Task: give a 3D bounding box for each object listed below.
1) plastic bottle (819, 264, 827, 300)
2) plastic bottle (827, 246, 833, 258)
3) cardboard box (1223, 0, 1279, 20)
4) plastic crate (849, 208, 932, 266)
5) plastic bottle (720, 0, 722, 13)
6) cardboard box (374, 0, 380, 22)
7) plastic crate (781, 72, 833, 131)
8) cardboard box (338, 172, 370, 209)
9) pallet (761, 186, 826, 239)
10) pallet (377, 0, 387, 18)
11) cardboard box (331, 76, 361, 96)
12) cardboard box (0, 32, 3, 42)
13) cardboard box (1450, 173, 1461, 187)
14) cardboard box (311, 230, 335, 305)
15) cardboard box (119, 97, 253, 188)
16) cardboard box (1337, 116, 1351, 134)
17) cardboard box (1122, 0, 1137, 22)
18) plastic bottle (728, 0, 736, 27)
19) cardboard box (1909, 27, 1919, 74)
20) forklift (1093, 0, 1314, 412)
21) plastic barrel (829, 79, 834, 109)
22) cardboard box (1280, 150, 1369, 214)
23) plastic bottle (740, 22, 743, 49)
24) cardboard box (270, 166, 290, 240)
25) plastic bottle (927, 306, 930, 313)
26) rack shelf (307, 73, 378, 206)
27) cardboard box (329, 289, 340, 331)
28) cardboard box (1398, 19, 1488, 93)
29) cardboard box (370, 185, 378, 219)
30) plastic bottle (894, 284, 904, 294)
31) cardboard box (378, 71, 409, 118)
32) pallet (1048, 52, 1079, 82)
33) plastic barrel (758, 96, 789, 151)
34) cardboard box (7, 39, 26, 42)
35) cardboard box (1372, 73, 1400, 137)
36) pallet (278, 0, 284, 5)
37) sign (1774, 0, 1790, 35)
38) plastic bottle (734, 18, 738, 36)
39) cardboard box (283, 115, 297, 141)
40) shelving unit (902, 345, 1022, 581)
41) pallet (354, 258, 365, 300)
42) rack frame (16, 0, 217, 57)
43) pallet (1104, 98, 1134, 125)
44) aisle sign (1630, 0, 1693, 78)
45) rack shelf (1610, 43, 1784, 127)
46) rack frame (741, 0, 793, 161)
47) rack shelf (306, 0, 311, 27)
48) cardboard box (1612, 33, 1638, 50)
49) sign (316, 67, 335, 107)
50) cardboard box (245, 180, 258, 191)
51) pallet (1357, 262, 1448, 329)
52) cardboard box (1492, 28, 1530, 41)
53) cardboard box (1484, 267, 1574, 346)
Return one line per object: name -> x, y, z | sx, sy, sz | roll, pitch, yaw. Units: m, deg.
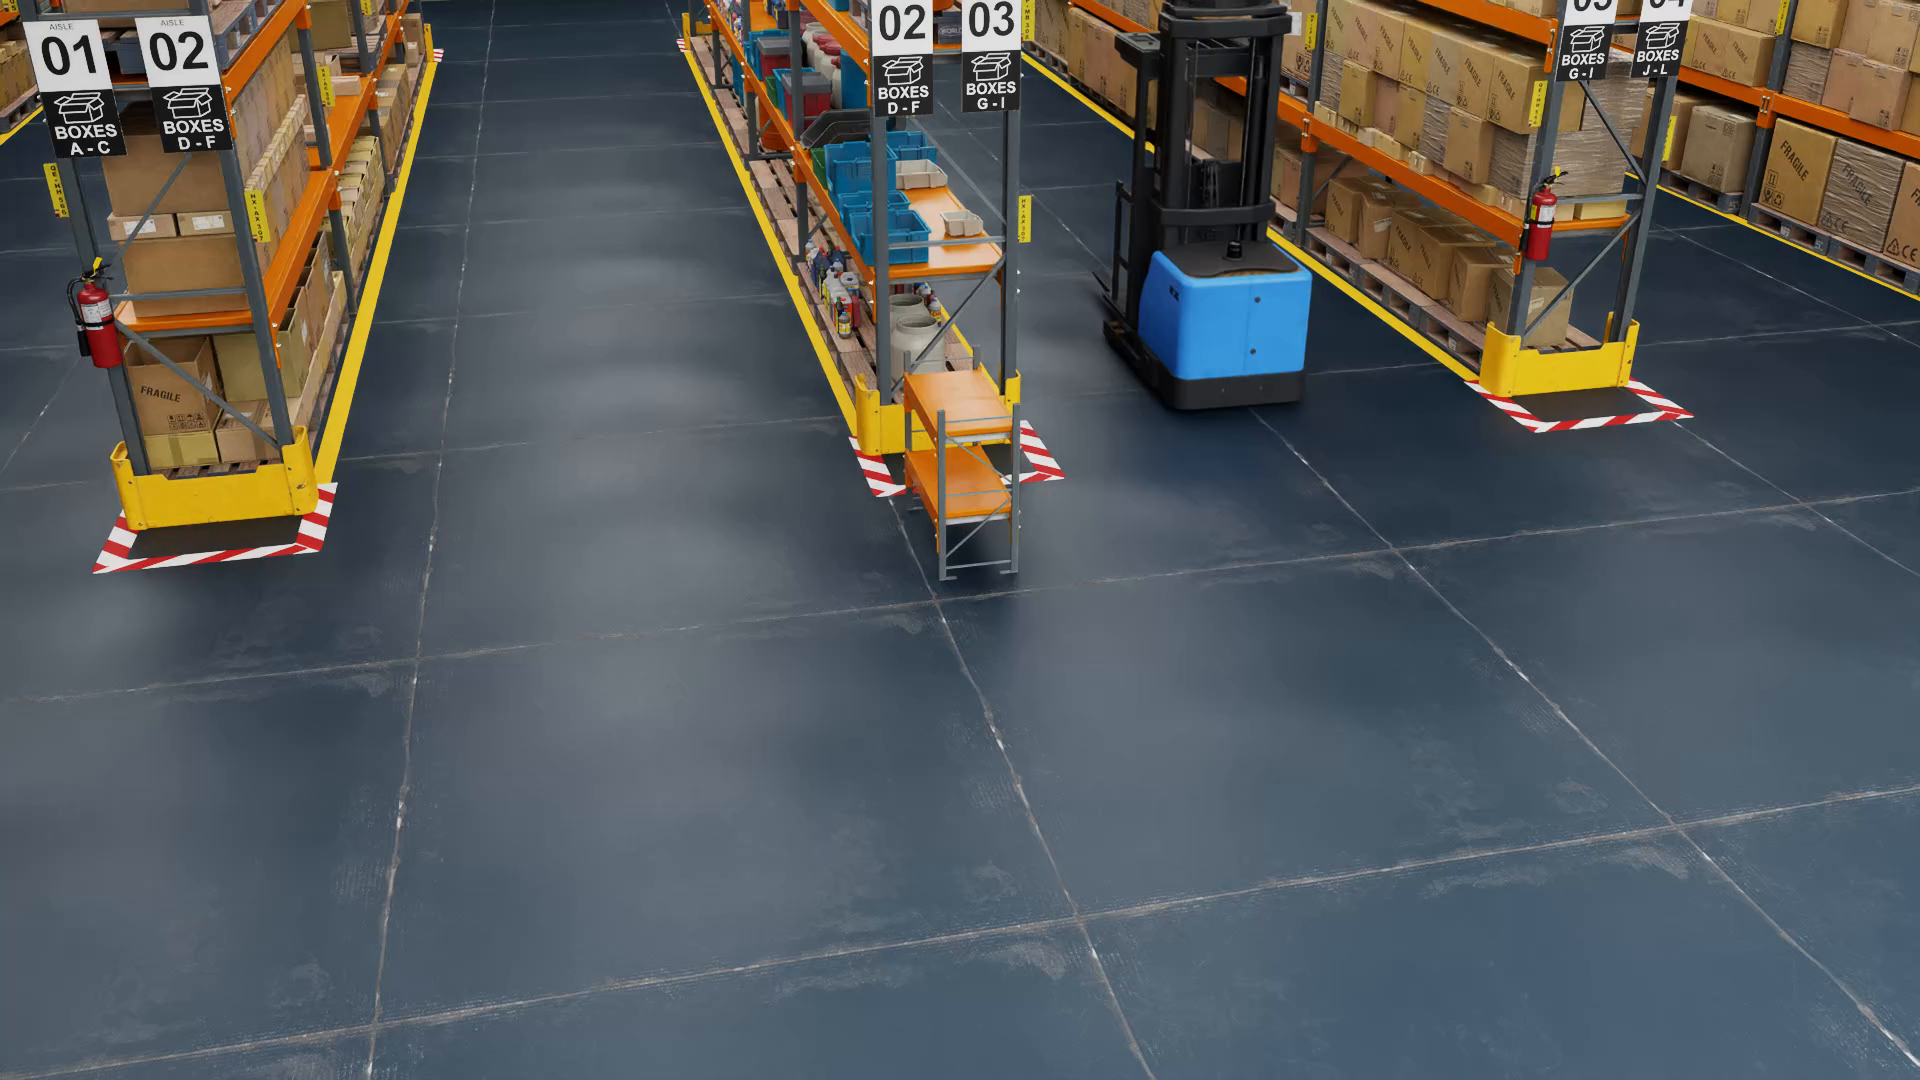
plastic bottle -> -1.181, -2.227, 14.360 | 0.061, 0.283, 0.133 | -5, 27, -9
plastic bottle -> -1.150, -2.471, 14.843 | 0.061, 0.283, 0.133 | -6, 27, -12
cardboard box -> 3.310, -5.823, 18.380 | 0.700, 0.500, 0.500 | -2, 27, -4
plastic crate -> -0.501, -2.167, 11.878 | 0.499, 0.251, 0.616 | -6, 27, -12
plastic bottle -> -2.986, -6.798, 21.032 | 0.097, 0.271, 0.097 | 0, 27, 0
cardboard box -> -7.169, -6.273, 19.272 | 0.700, 0.500, 0.500 | -13, 30, -25
plastic crate -> -1.405, -4.010, 15.294 | 0.402, 0.464, 0.583 | -6, 27, -12
cardboard box -> -6.023, -3.390, 16.101 | 0.500, 0.311, 0.500 | -5, 27, -10
pallet -> -1.491, -3.432, 17.316 | 1.003, 0.211, 1.213 | -6, 27, -12
pallet -> -7.554, -6.363, 20.240 | 1.003, 0.211, 1.213 | -6, 27, -12
cardboard box -> -6.254, -4.575, 16.765 | 0.380, 0.149, 0.250 | -6, 27, -12
cardboard box -> -13.094, -6.716, 22.316 | 0.380, 0.149, 0.250 | -6, 27, -11
cardboard box -> 4.244, -2.978, 13.600 | 0.380, 0.149, 0.250 | -6, 27, -12
cardboard box -> -5.406, -2.191, 13.515 | 0.500, 0.500, 0.500 | -6, 27, -12
cardboard box -> -5.152, -2.626, 11.073 | 0.700, 0.500, 0.500 | -7, 28, -13
cardboard box -> 3.710, -3.847, 15.323 | 0.380, 0.149, 0.250 | -6, 27, -12
cardboard box -> 2.347, -6.742, 20.667 | 0.500, 0.500, 0.500 | -7, 28, -13
plastic bottle -> -2.731, -6.383, 20.123 | 0.144, 0.351, 0.185 | -6, 27, -12
cardboard box -> 9.084, -4.433, 14.839 | 0.875, 0.550, 0.500 | -6, 27, -12
forklift -> 1.843, -2.916, 13.275 | 1.130, 2.935, 3.031 | -5, 27, -10
plastic barrel -> -1.147, -4.334, 16.162 | 0.301, 0.262, 0.301 | 0, 27, 0
cardboard box -> 3.710, -3.655, 16.948 | 0.700, 0.500, 0.500 | -8, 28, -16
plastic bottle -> -2.458, -5.739, 18.921 | 0.061, 0.283, 0.133 | -6, 27, -12
cardboard box -> -5.368, -2.472, 12.209 | 0.700, 0.500, 0.500 | -5, 27, -10
plastic bottle -> -0.225, -1.864, 13.731 | 0.097, 0.201, 0.097 | 0, 27, 0
rack shelf -> -6.276, -3.855, 15.857 | 1.077, 0.370, 4.000 | -6, 27, -12
cardboard box -> -5.404, -1.856, 13.684 | 0.500, 0.250, 0.500 | -6, 27, -12
cardboard box -> 4.031, -4.046, 13.886 | 0.500, 0.500, 0.500 | -6, 27, -12
cardboard box -> -6.140, -3.361, 16.665 | 0.500, 0.250, 0.500 | -5, 27, -10
plastic bottle -> -0.527, -2.221, 14.348 | 0.061, 0.283, 0.133 | -6, 27, -12
cardboard box -> -7.134, -5.485, 20.575 | 0.500, 0.500, 0.500 | -6, 27, -11
pallet -> 1.929, -6.911, 24.209 | 1.003, 0.211, 1.213 | -6, 27, -12
plastic barrel -> -2.026, -4.987, 19.244 | 0.600, 0.830, 0.708 | -6, 27, -12
cardboard box -> -12.987, -6.616, 22.838 | 0.700, 0.500, 0.500 | -6, 27, -12
cardboard box -> 4.158, -3.844, 14.595 | 0.875, 0.500, 0.500 | -6, 27, -12
pallet -> -5.607, -4.226, 12.563 | 1.003, 0.211, 1.213 | -6, 27, -12
sign -> 8.156, -5.184, 16.495 | 0.100, 0.325, 0.005 | -6, 27, -12
plastic bottle -> -2.620, -6.054, 19.636 | 0.097, 0.201, 0.097 | 0, 27, 0
cardboard box -> -5.379, -3.196, 12.923 | 0.380, 0.149, 0.250 | -6, 27, -12
shelving unit -> -0.002, -0.505, 10.502 | 0.538, 1.125, 1.048 | -6, 27, -12
pallet -> -6.029, -2.373, 15.217 | 1.003, 0.211, 1.213 | -6, 27, -12
rack frame -> -4.923, -4.220, 9.125 | 1.000, 3.000, 0.127 | -6, 27, -12
pallet -> 2.550, -5.702, 21.813 | 1.003, 0.211, 1.213 | -6, 27, -12
aisle sign -> 5.035, -3.710, 11.887 | 0.394, 0.787, 0.004 | -6, 27, -12
rack shelf -> 8.232, -5.319, 18.757 | 1.077, 0.370, 4.000 | -6, 27, -12
rack frame -> -1.900, -5.556, 18.428 | 1.000, 3.000, 0.127 | -6, 27, -12
rack shelf -> -6.276, -5.194, 15.181 | 1.077, 0.370, 4.000 | -6, 27, -12
cardboard box -> 7.850, -5.894, 18.987 | 0.500, 0.500, 0.500 | -6, 27, -12
sign -> -5.284, -3.777, 13.856 | 0.100, 0.325, 0.005 | -6, 27, -12
cardboard box -> -4.919, -2.296, 11.139 | 0.380, 0.149, 0.250 | -6, 27, -11
pallet -> 4.292, -2.230, 14.933 | 1.003, 0.211, 1.213 | -6, 27, -12
cardboard box -> 4.651, -3.879, 13.556 | 0.500, 0.500, 0.500 | -6, 27, -12
cardboard box -> 4.604, -1.894, 13.481 | 0.500, 0.500, 0.500 | -1, 27, -2
